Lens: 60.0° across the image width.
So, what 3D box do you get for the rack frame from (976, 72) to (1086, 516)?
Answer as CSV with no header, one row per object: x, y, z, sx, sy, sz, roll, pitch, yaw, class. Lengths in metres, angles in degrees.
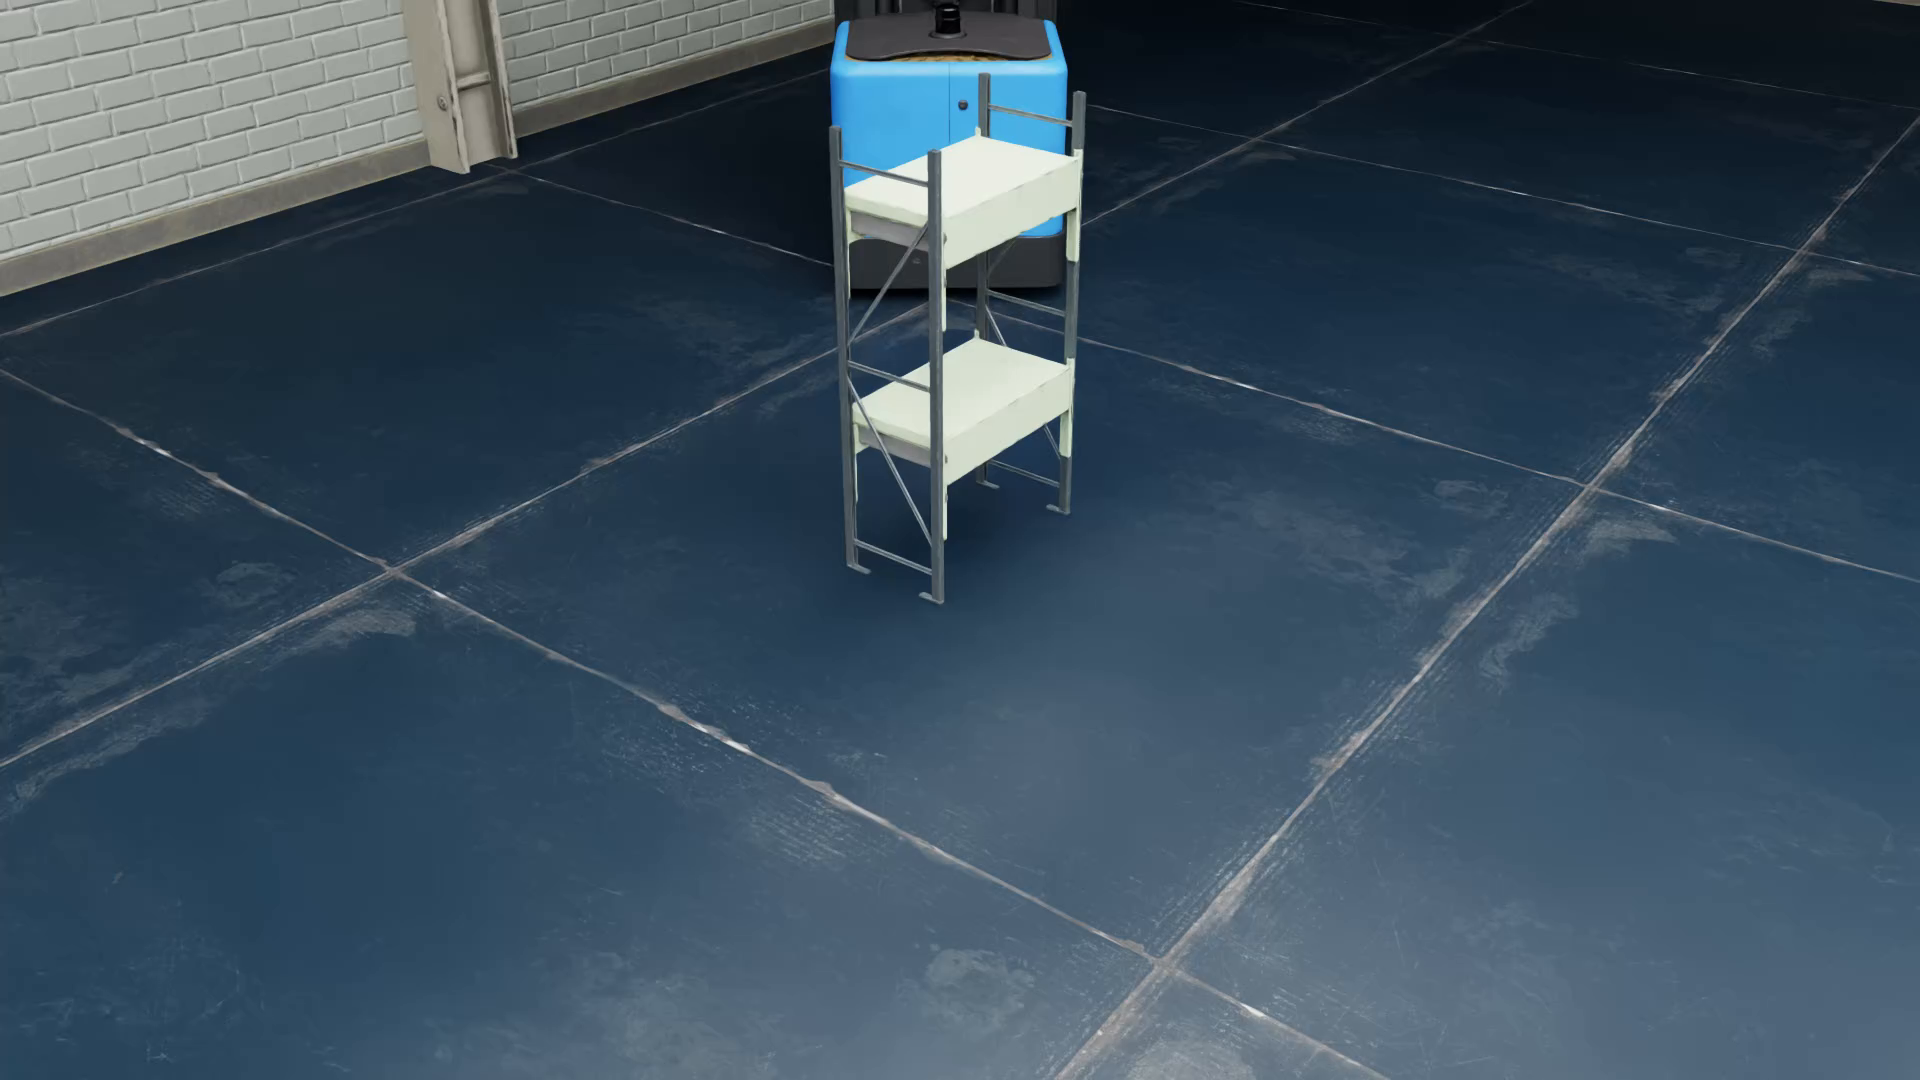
0.225,-0.797,5.623,0.400,1.500,0.023,21,37,31,rack frame

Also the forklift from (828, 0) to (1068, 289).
-0.077,-3.111,8.125,1.130,2.935,3.031,-1,31,-1,forklift

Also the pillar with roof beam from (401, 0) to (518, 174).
0.695,-4.684,4.828,9.100,9.000,0.400,21,37,31,pillar with roof beam

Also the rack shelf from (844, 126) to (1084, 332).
0.004,-0.984,5.173,0.431,0.370,0.720,21,37,31,rack shelf

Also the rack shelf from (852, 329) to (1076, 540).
0.004,-0.367,5.538,0.431,0.370,0.720,21,37,31,rack shelf

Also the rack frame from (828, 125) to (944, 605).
-0.217,-0.499,5.121,0.400,1.500,0.023,21,37,31,rack frame

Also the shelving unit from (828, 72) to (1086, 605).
0.004,-0.648,5.372,0.431,1.500,0.755,21,37,31,shelving unit
